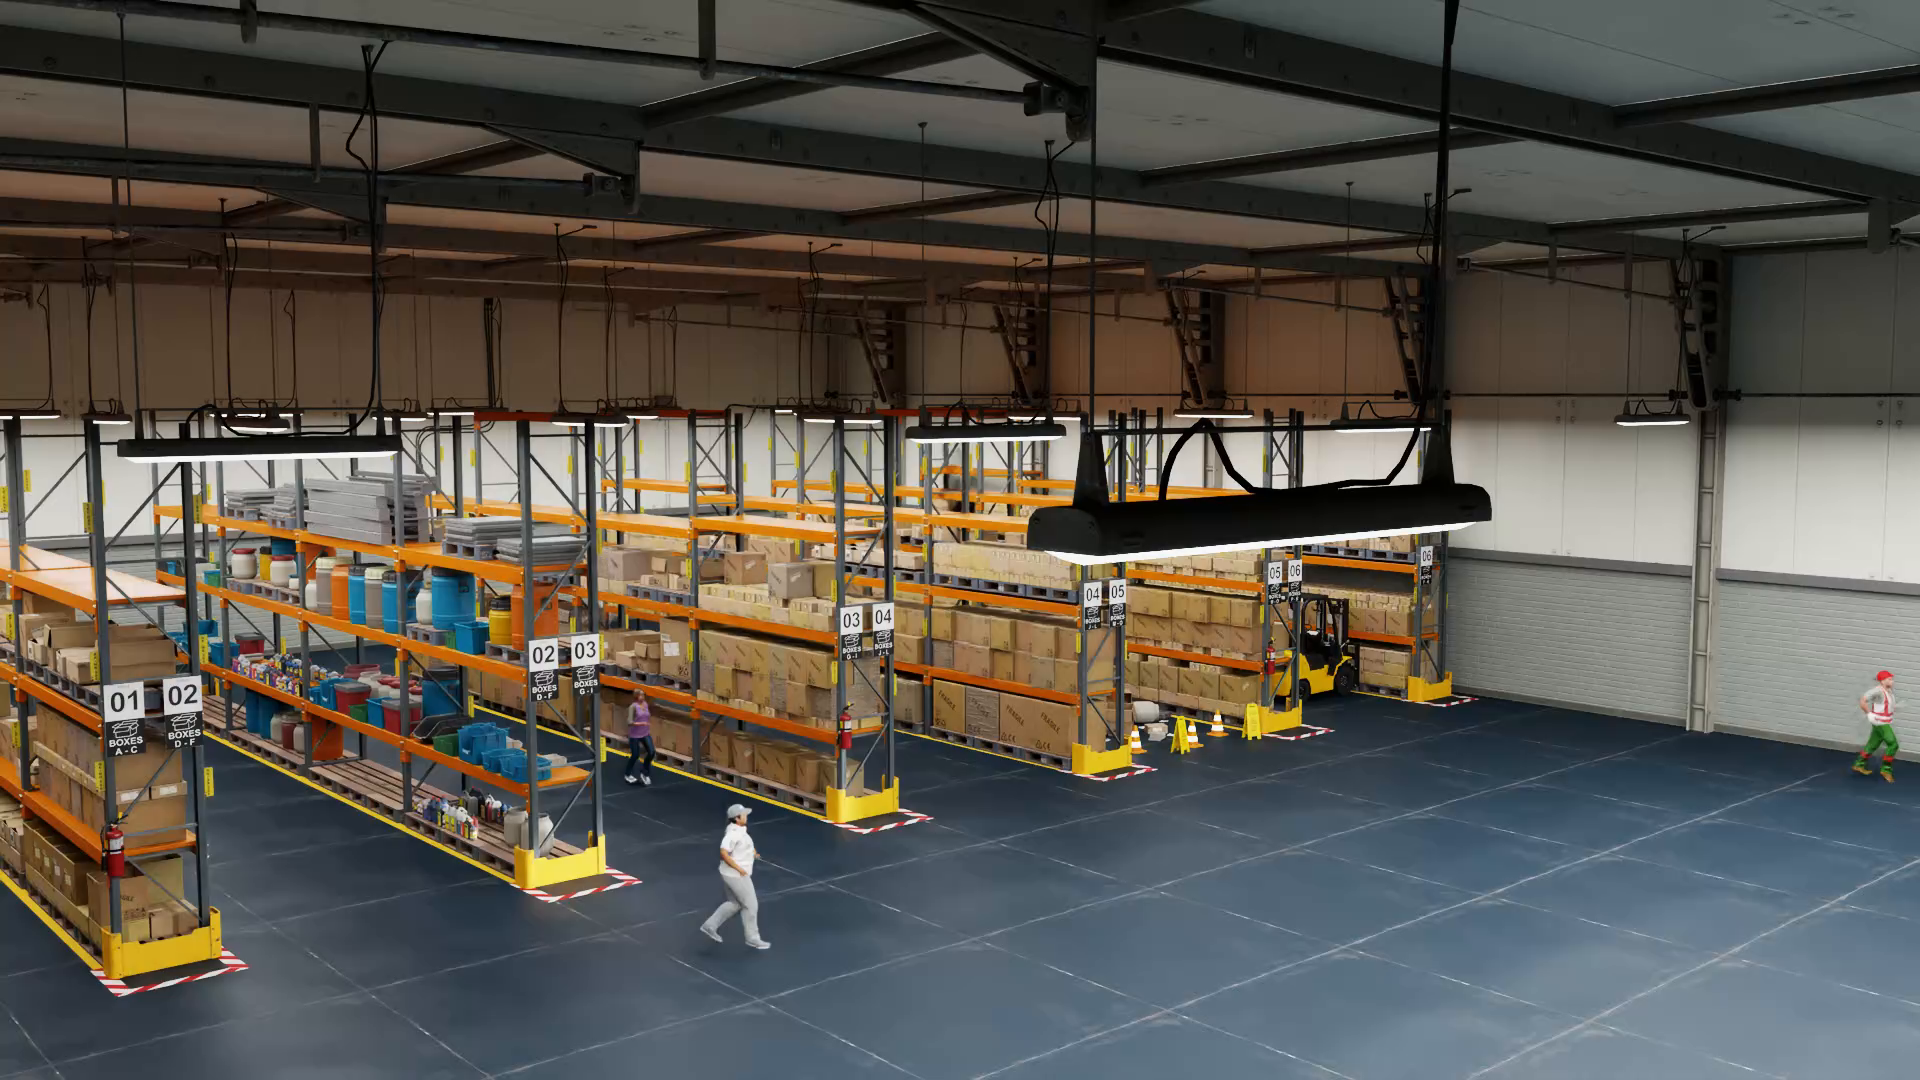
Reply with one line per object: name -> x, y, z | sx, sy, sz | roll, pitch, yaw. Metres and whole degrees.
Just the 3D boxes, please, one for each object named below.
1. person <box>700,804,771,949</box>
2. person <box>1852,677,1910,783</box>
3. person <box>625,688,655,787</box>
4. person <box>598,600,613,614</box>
person -> -2.560, 3.845, 18.928 | 0.798, 1.685, 0.537 | -1, 5, -14
person -> 15.139, 3.078, 27.334 | 0.779, 1.804, 0.616 | 4, 7, 40
person -> -5.166, 3.187, 26.846 | 0.711, 1.625, 0.490 | 5, 7, 44
person -> -8.791, 1.818, 41.466 | 0.494, 1.766, 0.672 | 4, 6, 35
